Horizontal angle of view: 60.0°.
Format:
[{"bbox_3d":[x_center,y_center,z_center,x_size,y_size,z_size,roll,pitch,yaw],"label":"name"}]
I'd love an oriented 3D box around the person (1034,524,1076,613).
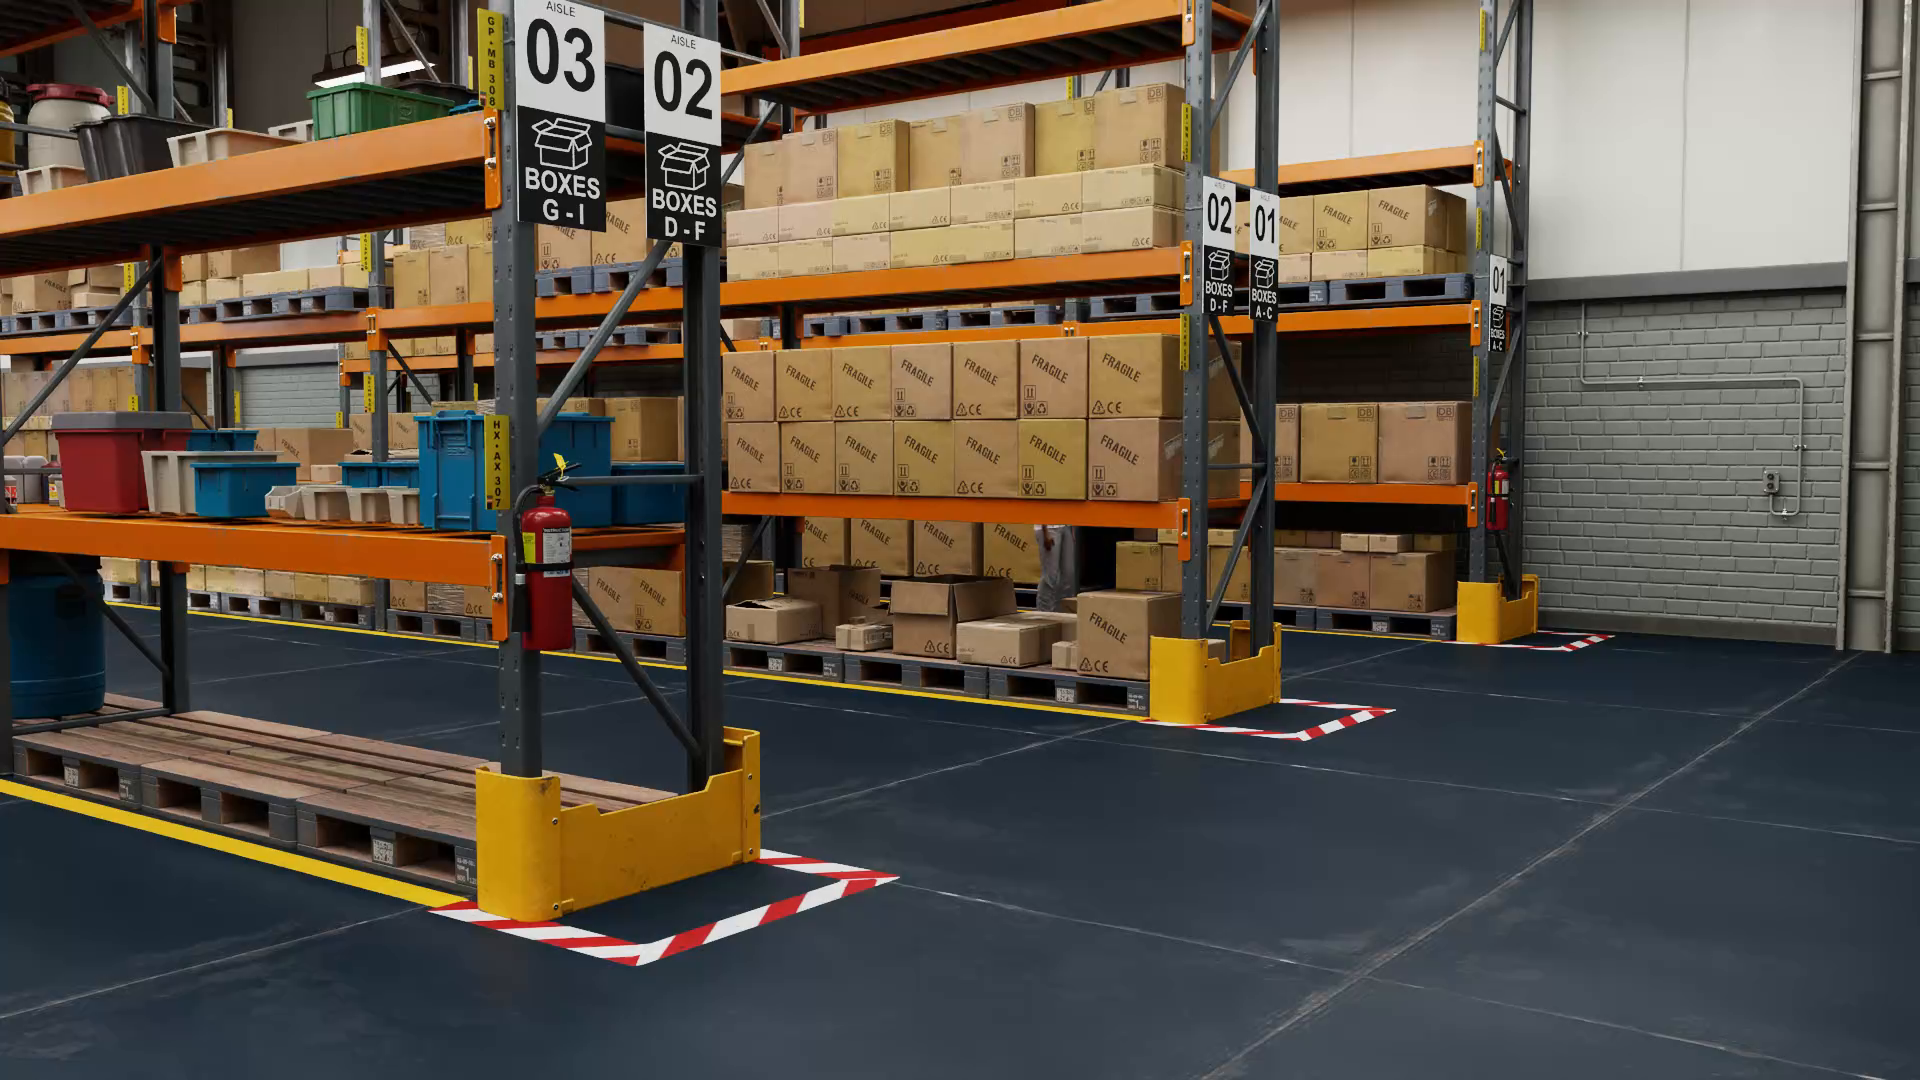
[{"bbox_3d":[0.885,-0.053,15.091,0.400,1.657,0.515,2,4,35],"label":"person"}]
